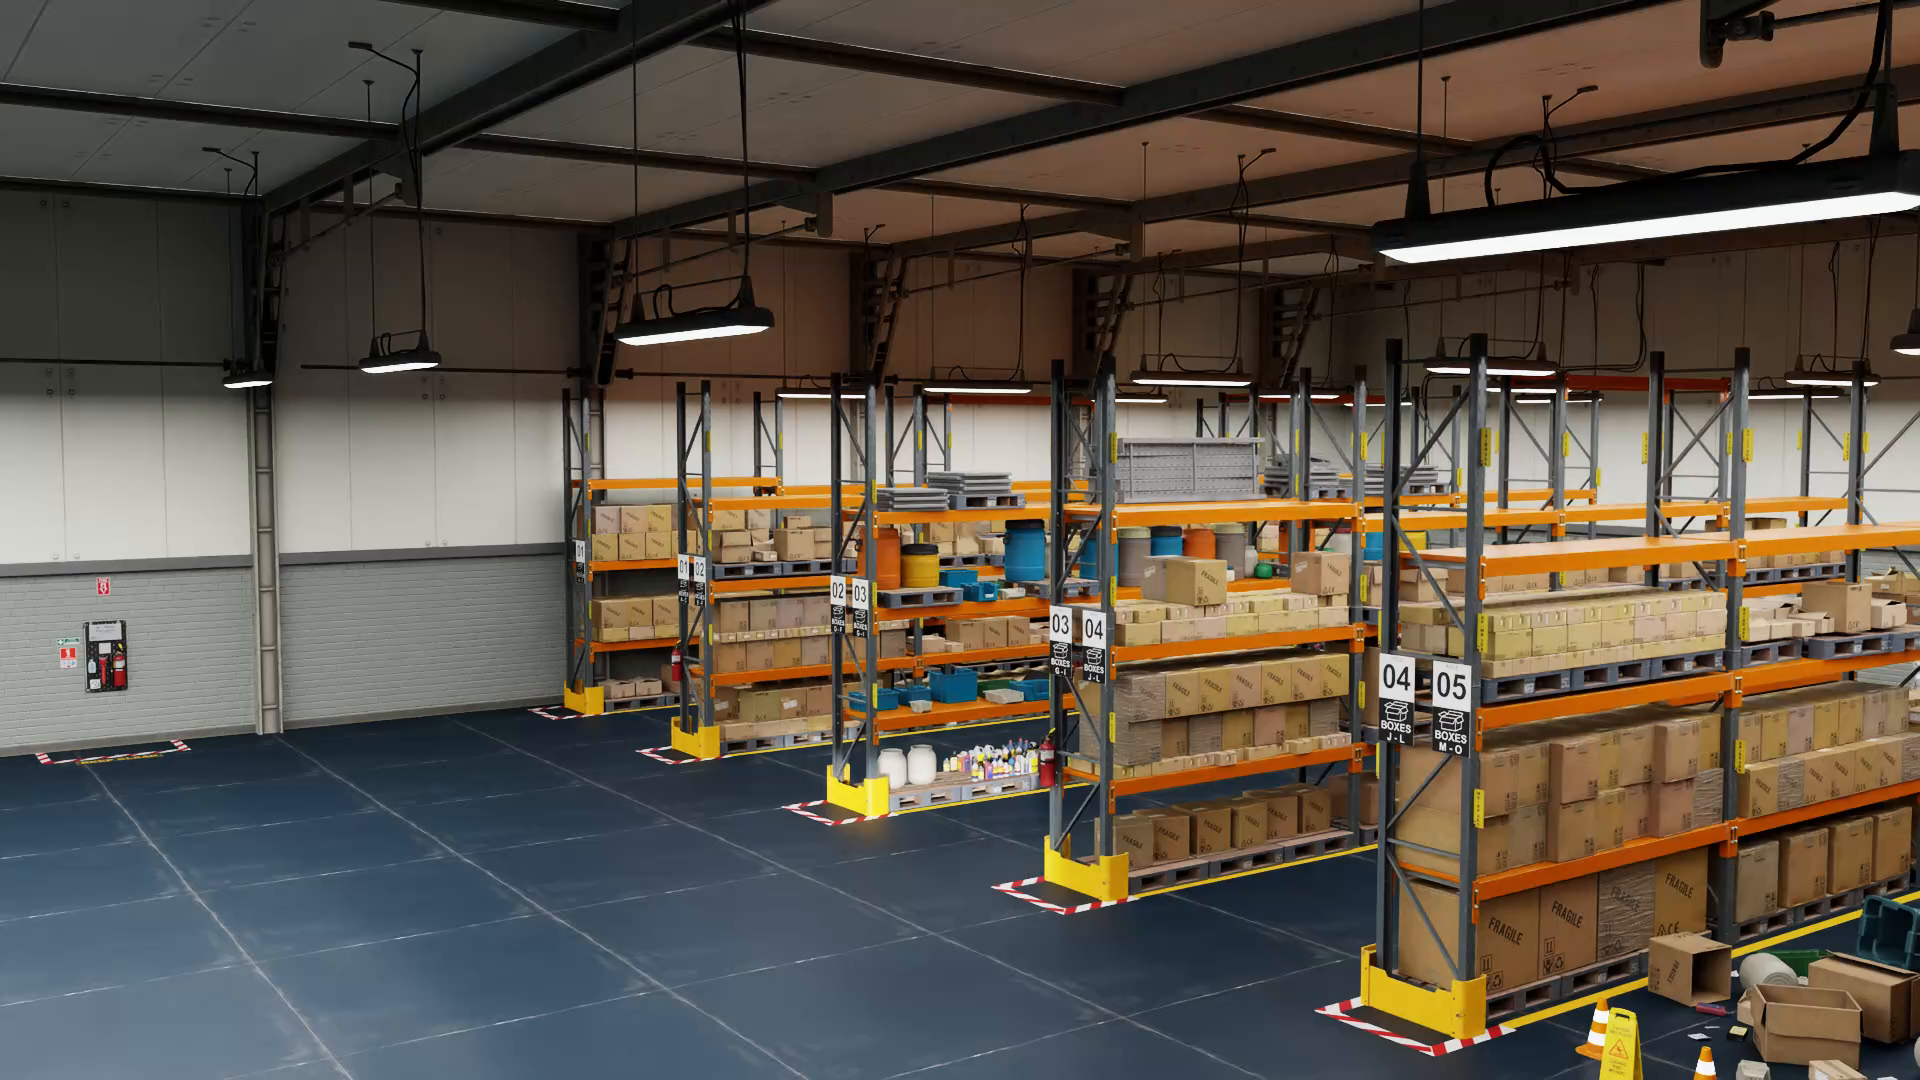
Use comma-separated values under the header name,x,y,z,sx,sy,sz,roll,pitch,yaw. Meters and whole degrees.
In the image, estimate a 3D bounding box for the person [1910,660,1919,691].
name,x,y,z,sx,sy,sz,roll,pitch,yaw
person,16.703,2.413,28.791,0.694,1.771,0.575,1,4,14

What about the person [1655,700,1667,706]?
name,x,y,z,sx,sy,sz,roll,pitch,yaw
person,9.471,2.927,22.490,0.911,1.549,0.499,-2,4,-32
